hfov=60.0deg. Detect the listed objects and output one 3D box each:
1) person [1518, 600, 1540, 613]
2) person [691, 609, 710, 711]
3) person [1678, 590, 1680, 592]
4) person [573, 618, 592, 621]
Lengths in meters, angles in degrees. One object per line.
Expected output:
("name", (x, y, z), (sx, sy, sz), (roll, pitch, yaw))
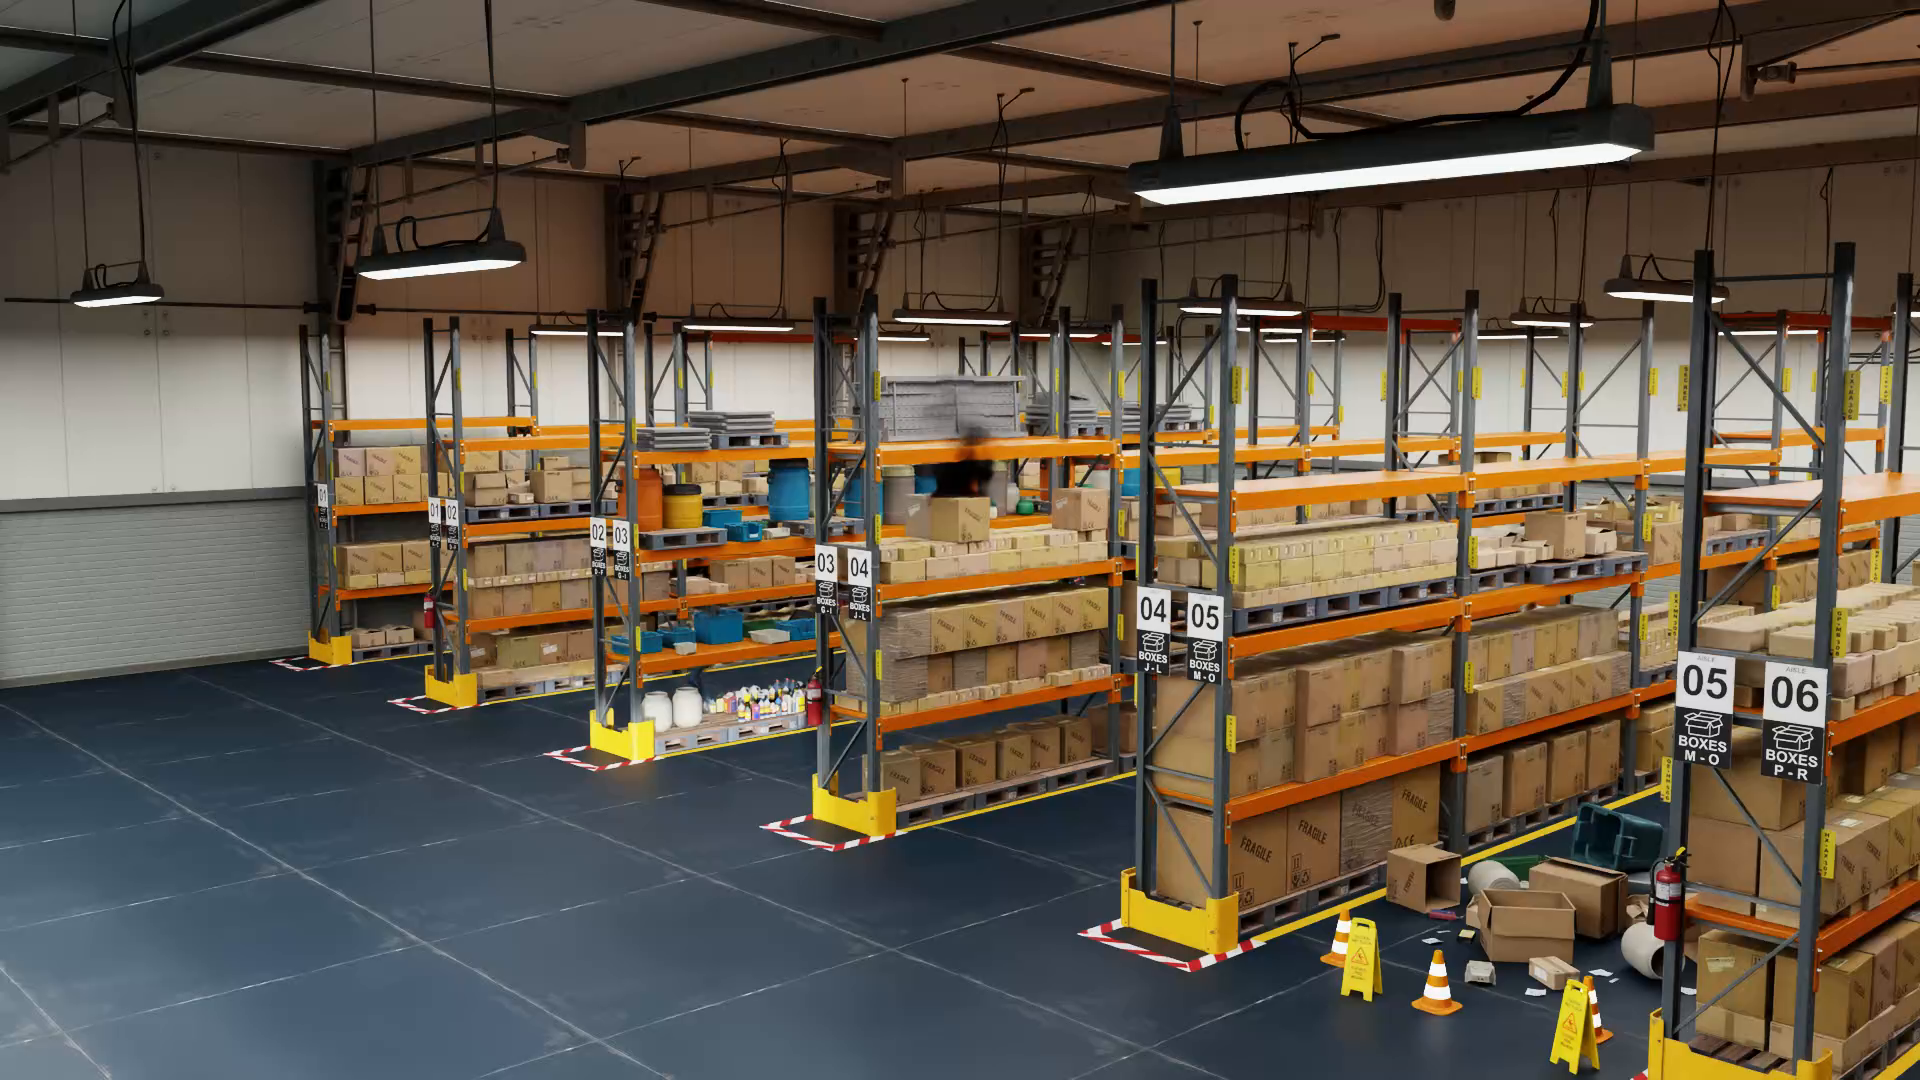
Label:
("person", (8.941, 1.579, 26.094), (0.672, 1.673, 0.768), (5, 8, 43))
("person", (-3.982, 1.847, 25.024), (0.517, 1.608, 0.575), (5, 8, 43))
("person", (11.323, 1.656, 26.320), (0.573, 1.723, 0.697), (-5, 7, -38))
("person", (-6.605, 1.259, 29.279), (0.662, 1.678, 0.817), (6, 8, 44))
